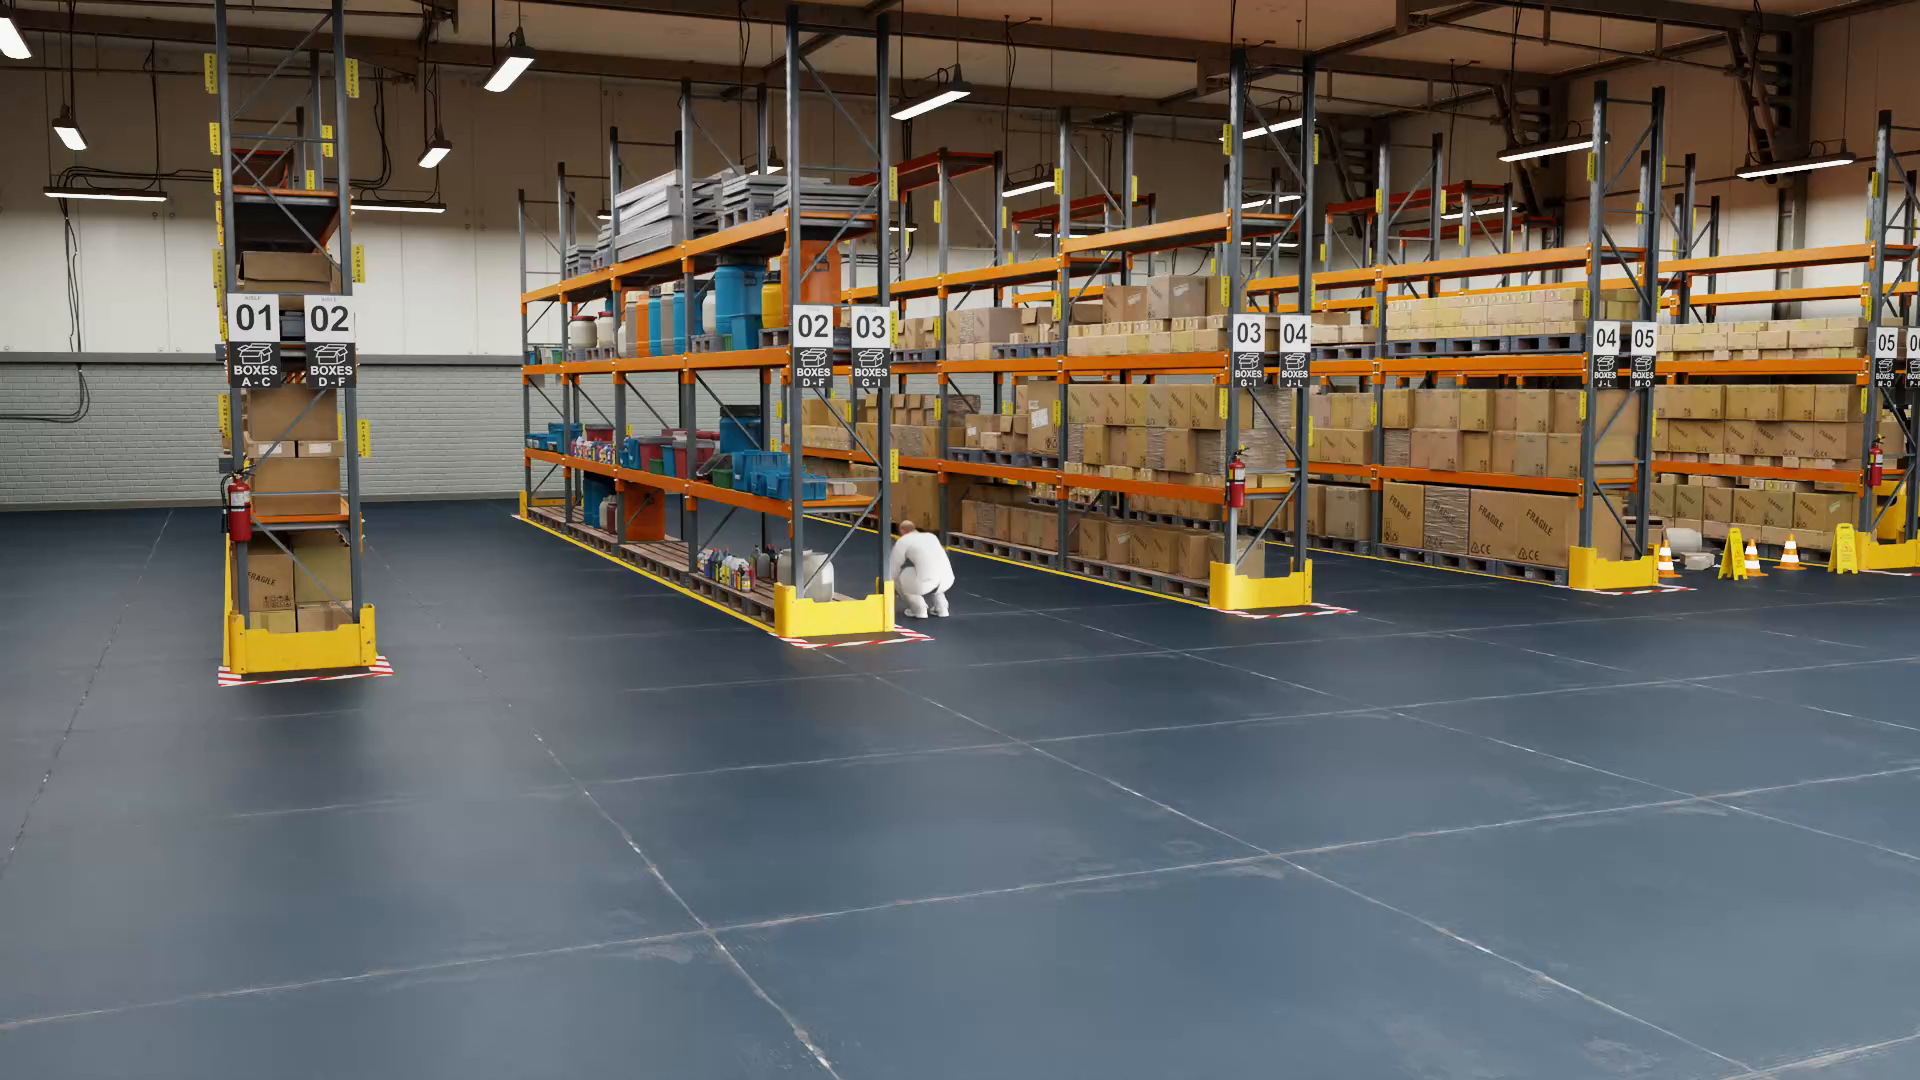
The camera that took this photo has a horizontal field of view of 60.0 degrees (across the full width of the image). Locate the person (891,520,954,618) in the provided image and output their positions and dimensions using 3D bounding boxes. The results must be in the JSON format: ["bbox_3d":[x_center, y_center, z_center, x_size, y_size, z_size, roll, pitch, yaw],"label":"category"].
[{"bbox_3d":[-0.417,0.311,17.707,0.604,0.978,0.903,-3,6,-26],"label":"person"}]
